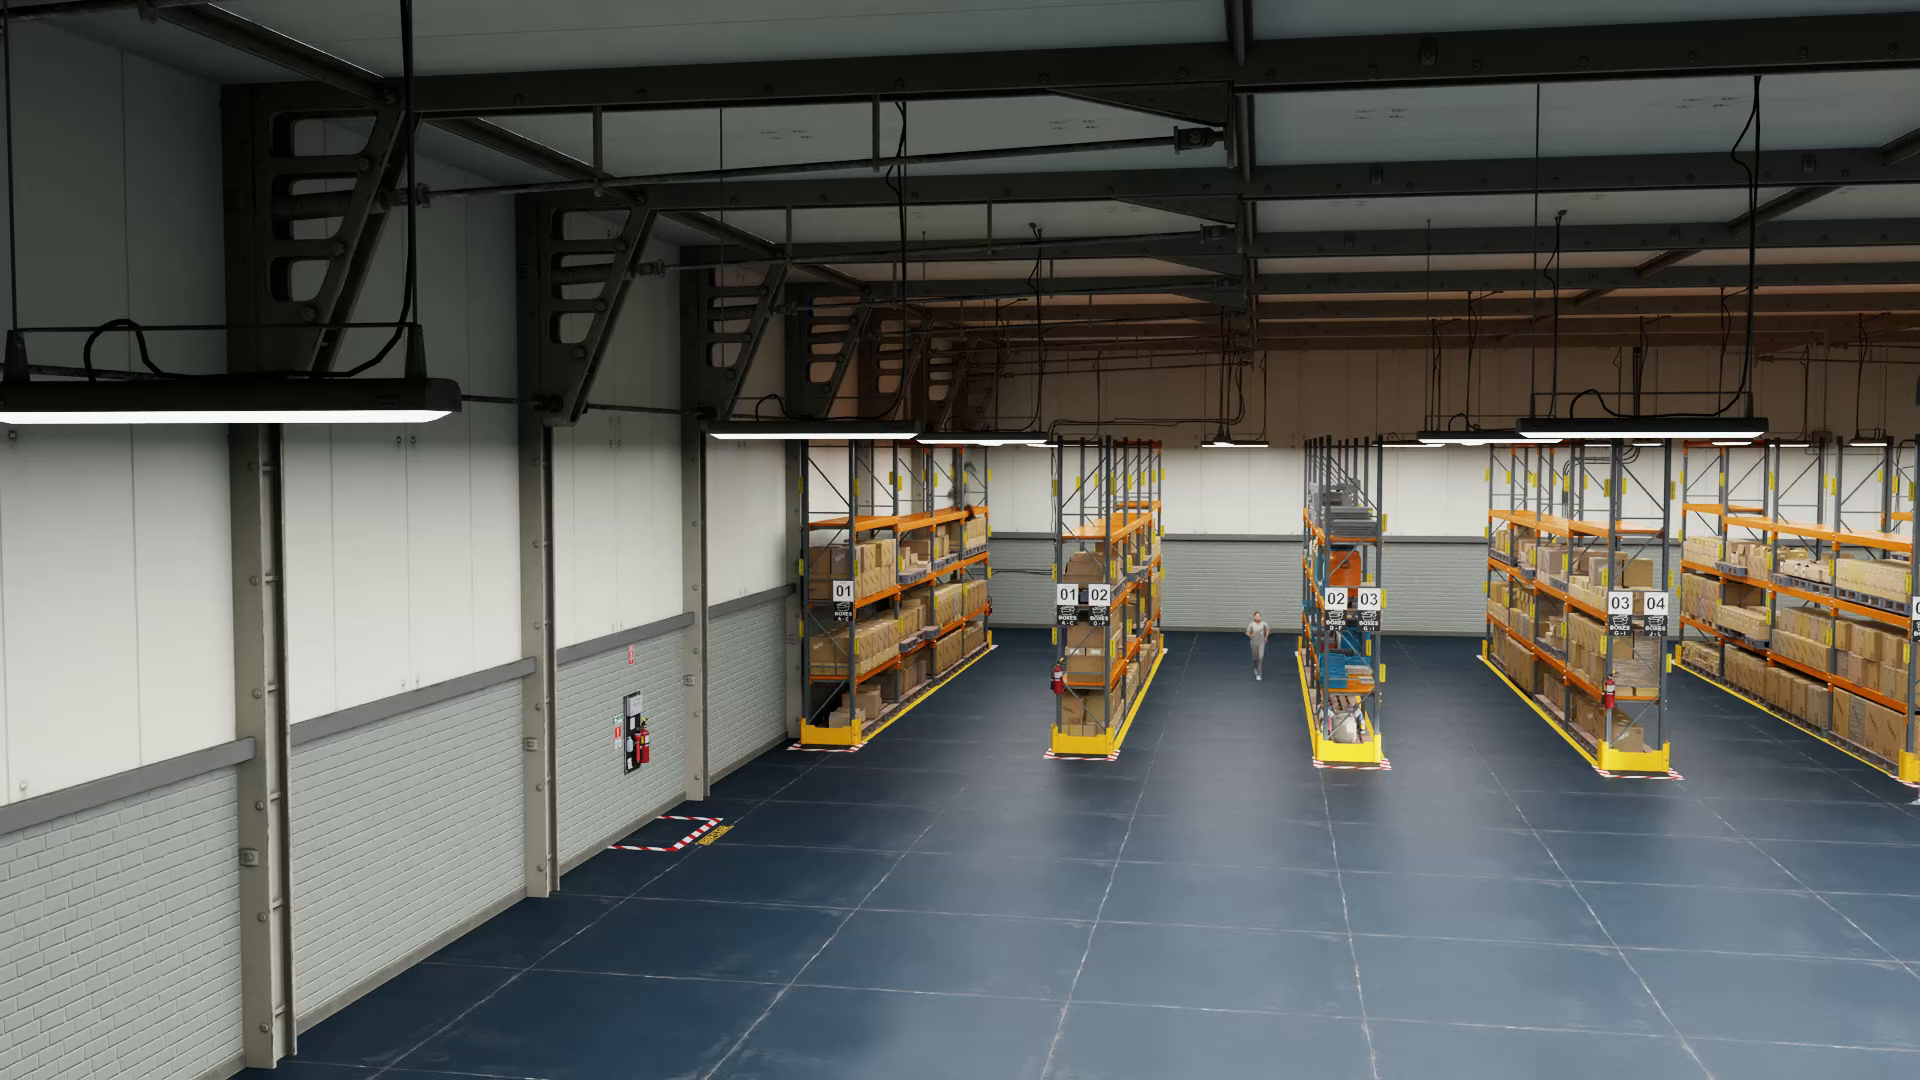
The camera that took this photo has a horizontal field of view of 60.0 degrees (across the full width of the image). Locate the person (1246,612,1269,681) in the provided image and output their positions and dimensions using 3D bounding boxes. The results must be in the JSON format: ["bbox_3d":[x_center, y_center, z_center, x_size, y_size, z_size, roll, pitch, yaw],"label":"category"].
[{"bbox_3d":[7.459,2.632,41.664,0.568,1.677,0.952,1,3,10],"label":"person"}]
